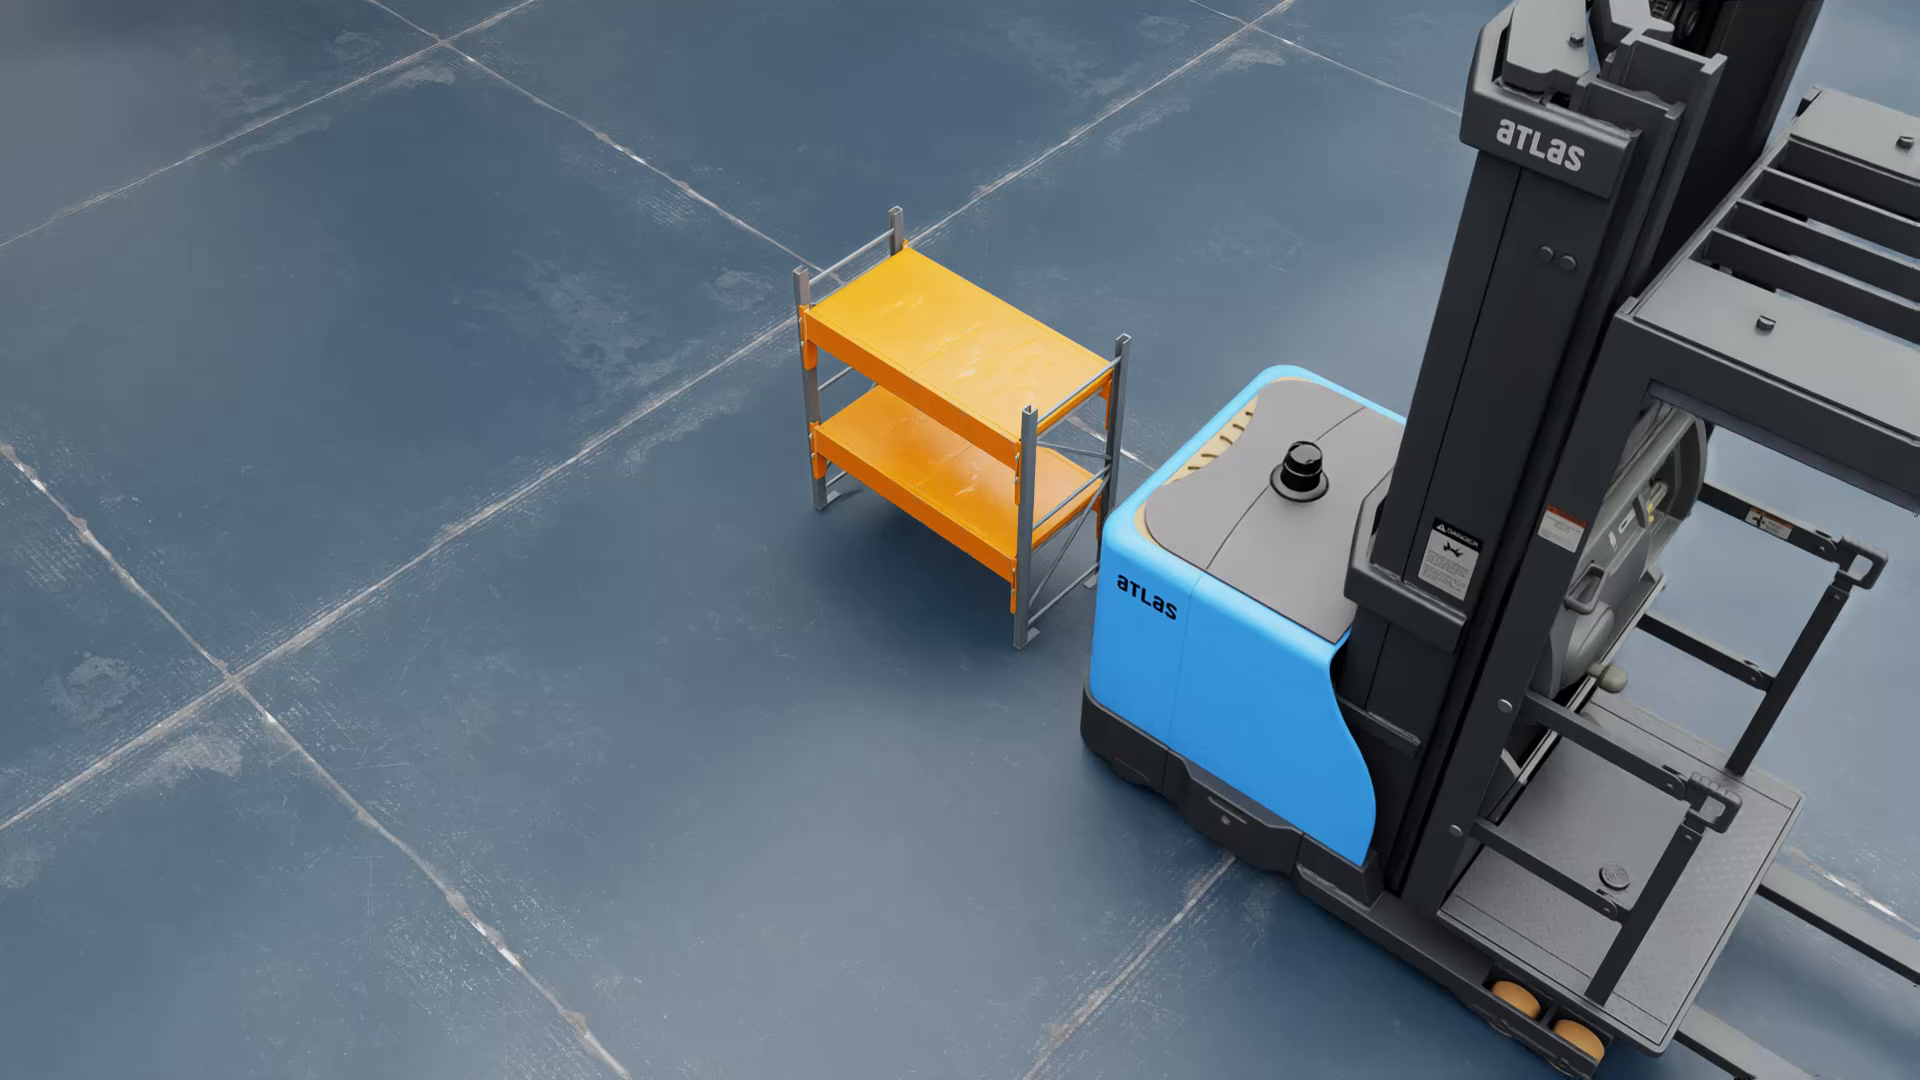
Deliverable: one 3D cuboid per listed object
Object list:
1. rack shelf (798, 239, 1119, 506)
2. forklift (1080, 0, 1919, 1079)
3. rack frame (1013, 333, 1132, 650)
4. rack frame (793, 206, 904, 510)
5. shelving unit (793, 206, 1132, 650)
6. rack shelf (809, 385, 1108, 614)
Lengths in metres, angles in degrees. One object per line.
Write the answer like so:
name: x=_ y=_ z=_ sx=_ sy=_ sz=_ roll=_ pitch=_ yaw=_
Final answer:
rack shelf: x=-0.005 y=-0.589 z=5.630 sx=1.000 sy=0.278 sz=0.538 roll=34 pitch=55 yaw=28
forklift: x=1.860 y=0.099 z=4.146 sx=3.031 sy=2.935 sz=1.130 roll=31 pitch=54 yaw=26
rack frame: x=0.369 y=-0.137 z=5.607 sx=0.032 sy=1.125 sz=0.500 roll=34 pitch=55 yaw=28
rack frame: x=-0.379 y=-0.640 z=6.079 sx=0.032 sy=1.125 sz=0.500 roll=34 pitch=55 yaw=28
shelving unit: x=-0.005 y=-0.388 z=5.843 sx=1.048 sy=1.125 sz=0.538 roll=34 pitch=55 yaw=28
rack shelf: x=-0.005 y=-0.221 z=6.021 sx=1.000 sy=0.278 sz=0.538 roll=34 pitch=55 yaw=28
